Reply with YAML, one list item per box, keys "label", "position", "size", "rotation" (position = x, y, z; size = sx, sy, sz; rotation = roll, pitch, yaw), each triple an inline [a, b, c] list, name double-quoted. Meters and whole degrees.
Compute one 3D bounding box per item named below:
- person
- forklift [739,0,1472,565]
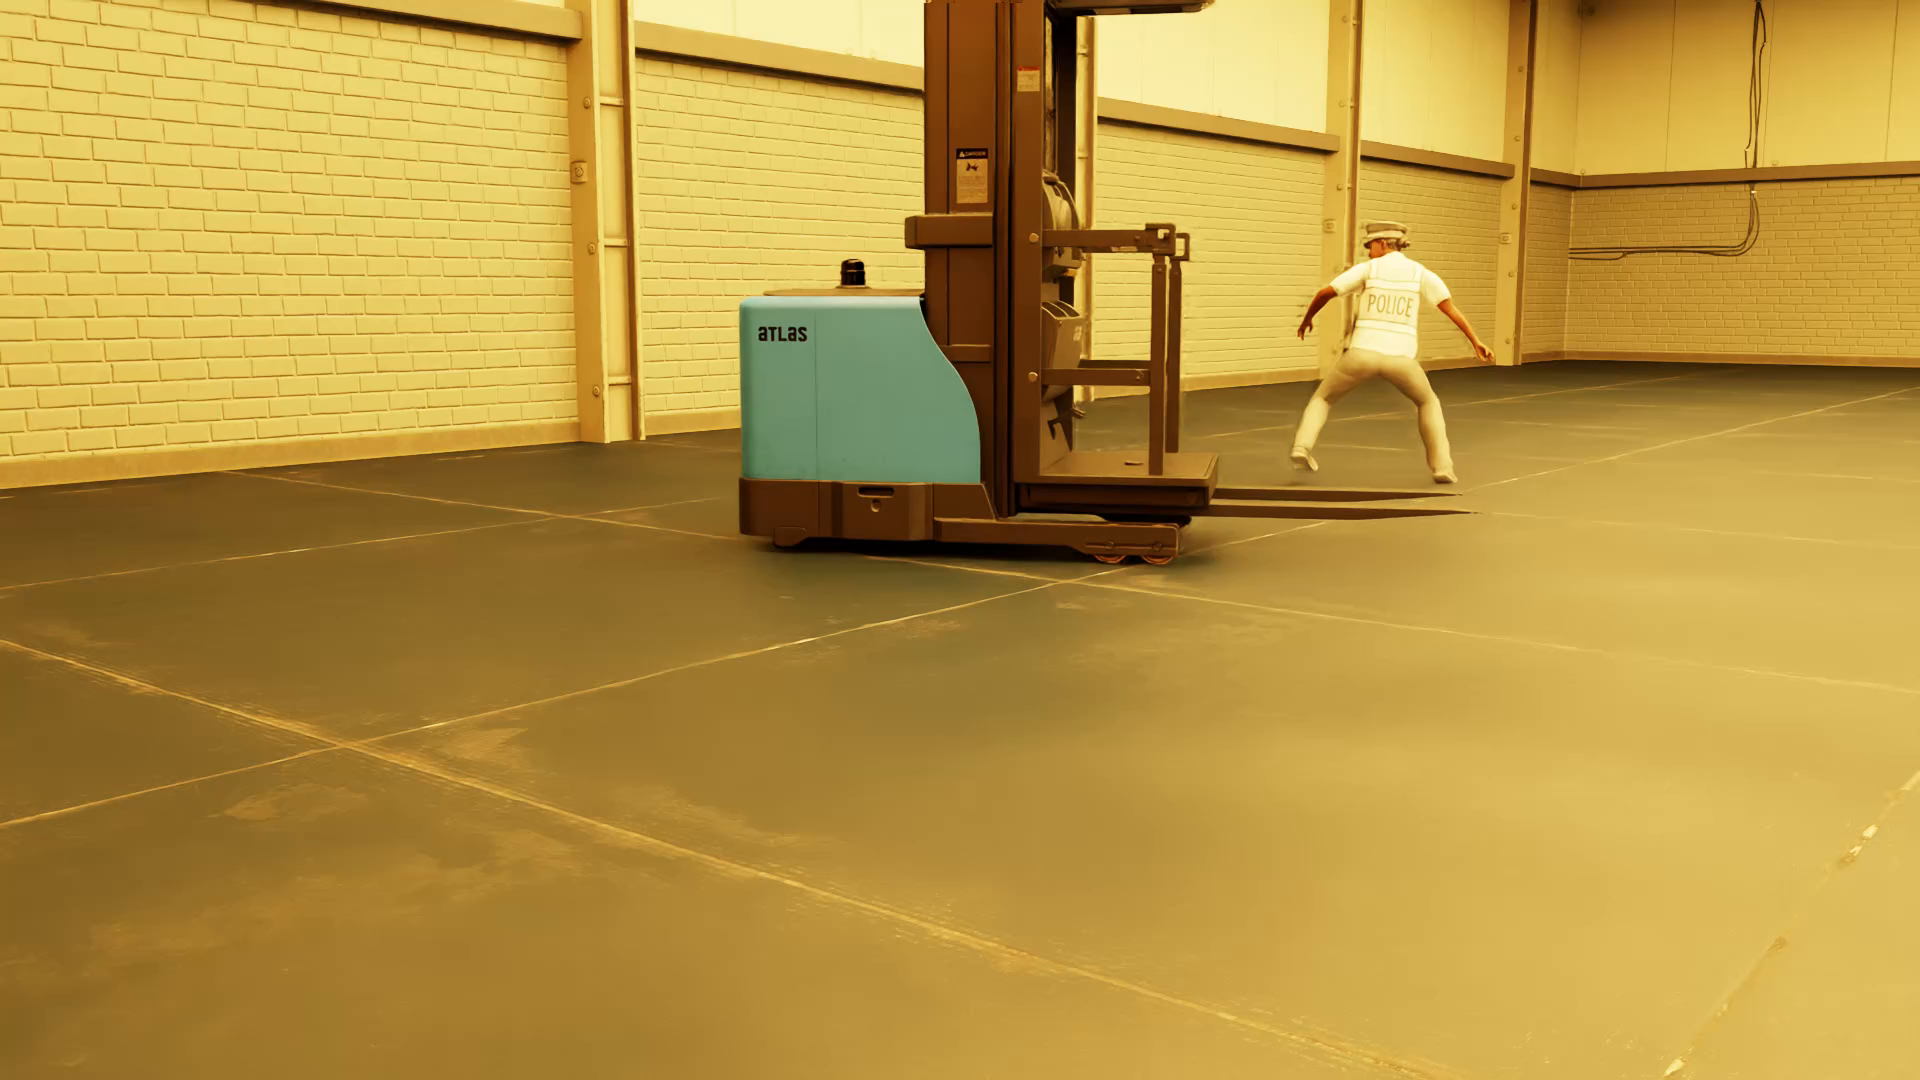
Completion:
- label: "person"
  position: [2.480, -1.038, 9.581]
  size: [1.106, 1.577, 0.510]
  rotation: [2, 8, 11]
- label: "forklift"
  position: [0.624, -1.433, 7.073]
  size: [3.031, 2.935, 1.130]
  rotation: [2, 8, 11]
